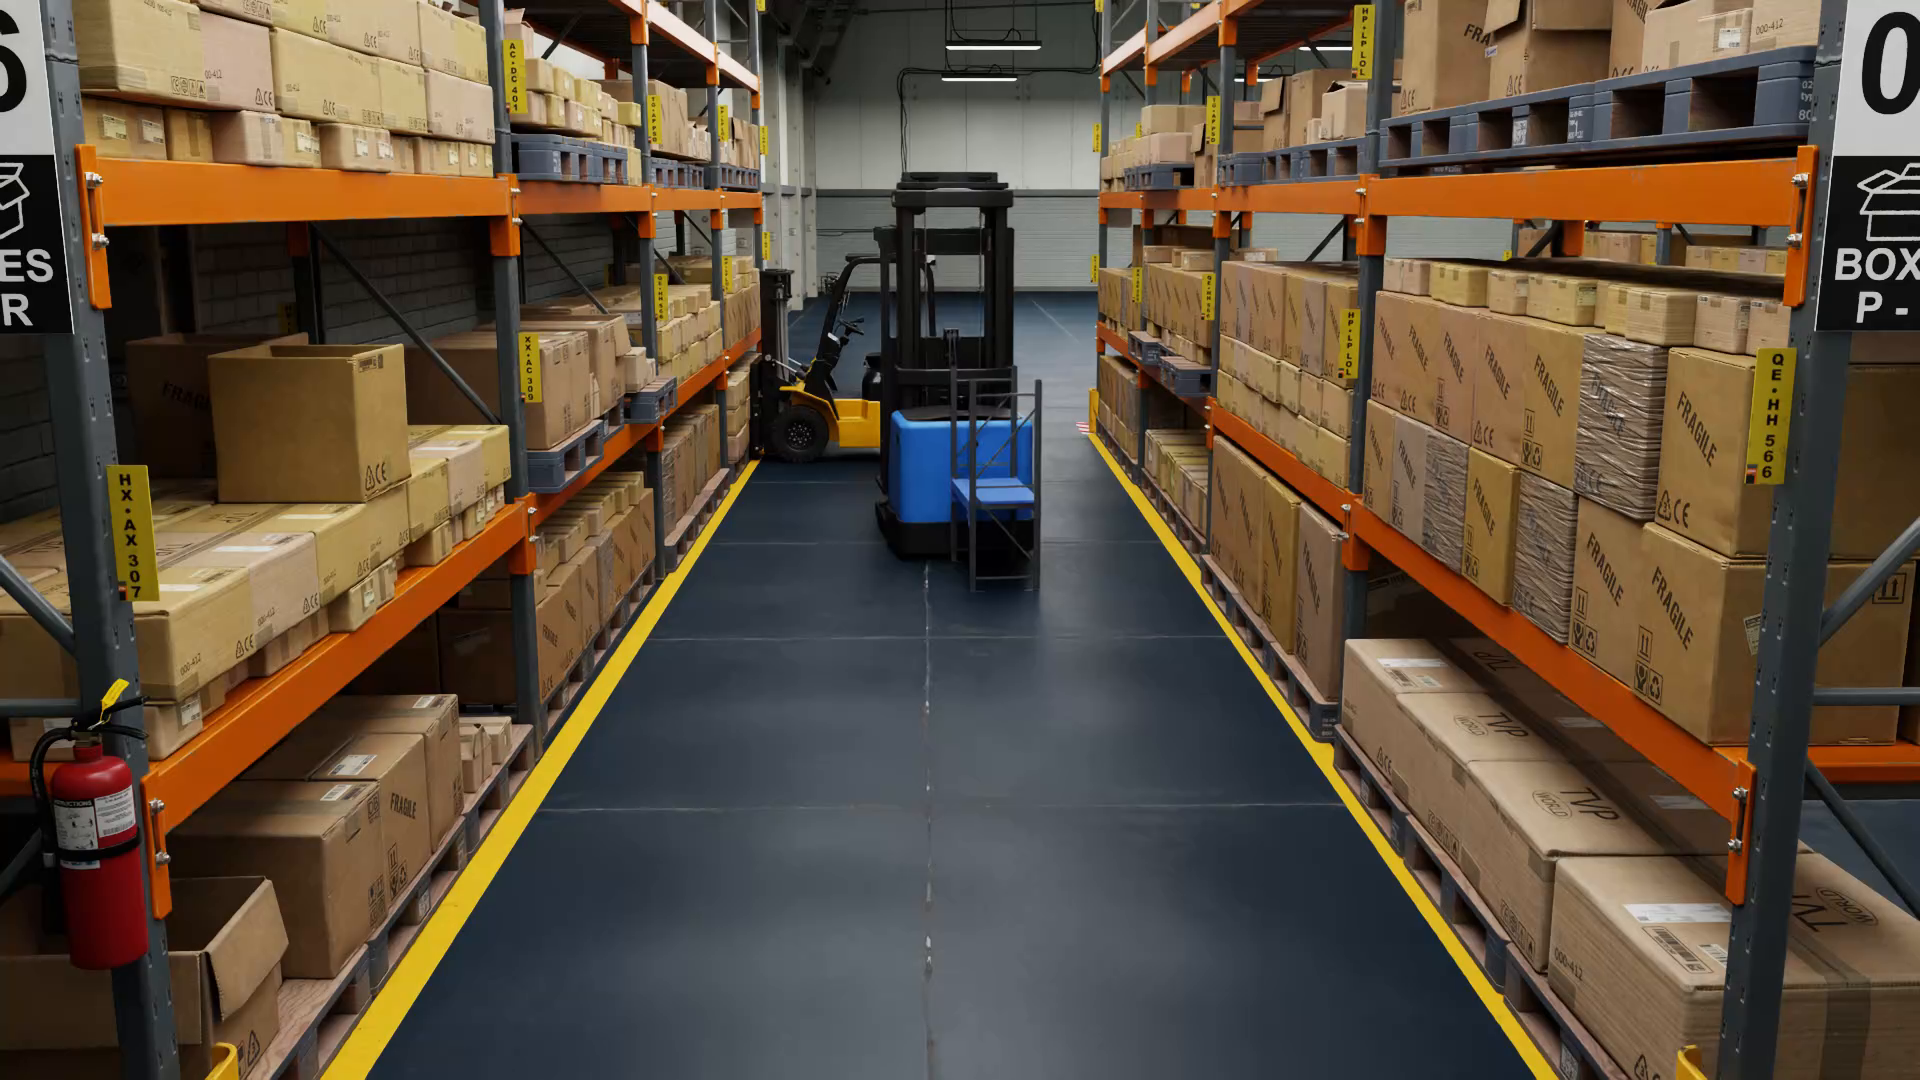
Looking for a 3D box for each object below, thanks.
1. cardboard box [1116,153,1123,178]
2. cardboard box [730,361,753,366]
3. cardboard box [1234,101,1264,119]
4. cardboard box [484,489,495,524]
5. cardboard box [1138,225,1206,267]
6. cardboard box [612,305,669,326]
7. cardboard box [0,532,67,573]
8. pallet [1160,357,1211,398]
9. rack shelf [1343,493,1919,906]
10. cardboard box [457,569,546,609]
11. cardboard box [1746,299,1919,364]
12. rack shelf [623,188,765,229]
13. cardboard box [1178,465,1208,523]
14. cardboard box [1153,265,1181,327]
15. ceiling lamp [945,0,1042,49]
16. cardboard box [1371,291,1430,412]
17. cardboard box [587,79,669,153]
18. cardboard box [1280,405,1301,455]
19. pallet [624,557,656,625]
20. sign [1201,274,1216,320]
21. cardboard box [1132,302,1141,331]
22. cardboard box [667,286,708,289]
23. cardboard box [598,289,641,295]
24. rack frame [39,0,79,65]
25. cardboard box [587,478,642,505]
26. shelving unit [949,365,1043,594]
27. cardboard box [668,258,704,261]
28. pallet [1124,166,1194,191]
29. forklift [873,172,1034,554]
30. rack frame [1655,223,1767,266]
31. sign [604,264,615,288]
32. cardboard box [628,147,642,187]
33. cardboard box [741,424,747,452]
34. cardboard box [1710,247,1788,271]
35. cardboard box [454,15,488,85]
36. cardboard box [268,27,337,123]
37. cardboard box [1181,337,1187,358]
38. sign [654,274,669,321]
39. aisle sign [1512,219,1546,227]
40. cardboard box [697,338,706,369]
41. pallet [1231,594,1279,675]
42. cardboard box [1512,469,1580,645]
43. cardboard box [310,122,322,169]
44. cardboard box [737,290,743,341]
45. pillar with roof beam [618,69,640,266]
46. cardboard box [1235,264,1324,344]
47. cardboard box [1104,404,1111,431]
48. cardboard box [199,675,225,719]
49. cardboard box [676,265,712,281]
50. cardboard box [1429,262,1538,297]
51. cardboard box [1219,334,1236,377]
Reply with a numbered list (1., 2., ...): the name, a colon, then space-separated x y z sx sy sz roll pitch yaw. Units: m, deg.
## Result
1. cardboard box: 1.914 -3.926 17.453 0.500 0.250 0.500 0 11 0
2. cardboard box: -2.462 -1.825 18.354 0.500 0.250 0.500 0 11 0
3. cardboard box: 2.408 -3.525 13.907 0.500 0.250 0.500 0 11 0
4. cardboard box: -2.286 -0.146 7.367 0.380 0.149 0.250 0 11 0
5. cardboard box: 2.374 -3.273 18.635 0.700 0.500 0.500 0 11 -1
6. cardboard box: -2.374 -1.663 12.328 0.380 0.149 0.250 0 11 0
7. cardboard box: -2.774 0.147 4.920 0.500 0.250 0.500 0 11 -1
8. pallet: 2.187 -1.247 12.642 1.213 0.211 1.003 0 11 -1
9. rack shelf: 2.432 0.346 6.120 1.077 0.370 4.000 0 11 -1
10. cardboard box: -2.313 0.246 8.403 0.380 0.149 0.250 0 11 2
11. cardboard box: 2.266 -0.537 4.262 0.380 0.149 0.250 0 11 0
12. rack shelf: -2.779 -3.489 17.475 1.077 0.370 4.000 0 11 -1
13. cardboard box: 2.283 -0.376 13.423 0.950 0.372 0.625 0 11 -2
14. cardboard box: 1.956 -2.103 14.324 0.500 0.500 0.500 0 11 -1
15. ceiling lamp: 0.690 -11.831 34.563 2.000 3.185 0.800 0 11 -1
16. cardboard box: 2.158 -0.848 7.427 0.500 0.500 0.500 0 11 -1
17. cardboard box: -2.426 -3.097 12.178 0.500 0.500 0.500 0 11 -1
18. cardboard box: 2.128 -0.621 9.451 0.500 0.250 0.500 -1 11 -3
19. pallet: -2.677 0.337 11.368 1.003 0.211 1.213 0 11 -1
20. sign: 1.766 -1.724 11.800 0.100 0.325 0.005 0 11 -1
21. cardboard box: 1.967 -2.277 16.237 0.500 0.500 0.500 -1 11 -3
22. cardboard box: -2.485 -2.222 15.085 0.380 0.149 0.250 0 11 -2
23. cardboard box: -2.961 -2.116 14.560 0.380 0.149 0.250 0 11 -2
24. rack frame: -2.489 -2.528 3.388 1.000 3.000 0.127 0 11 -1
25. cardboard box: -2.355 -0.326 11.220 0.380 0.149 0.250 -1 11 -4
26. shelving unit: 0.248 -0.467 12.090 0.538 1.500 1.048 -2 12 -7
27. cardboard box: -3.015 -3.008 18.208 0.380 0.149 0.250 0 11 1
28. pallet: 2.132 -3.249 14.960 1.213 0.211 1.003 0 11 -1
29. forklift: -0.137 -1.570 13.927 1.130 2.935 3.031 -2 12 -7
30. rack frame: 7.172 -2.035 16.046 1.000 3.000 0.127 0 11 -1
31. sign: -3.292 -2.434 15.636 0.100 0.325 0.005 0 11 -1
32. cardboard box: -2.401 -2.474 11.042 0.500 0.250 0.500 -1 11 -3
33. cardboard box: -2.442 -1.030 16.952 0.500 0.250 0.500 0 11 -2
34. cardboard box: 7.201 -2.373 14.946 0.700 0.500 0.500 0 11 -2
35. cardboard box: -2.321 -2.071 7.051 0.500 0.250 0.500 0 11 -1
36. cardboard box: -2.254 -1.422 5.111 0.500 0.250 0.500 -1 11 -3
37. cardboard box: 1.941 -1.499 12.981 0.380 0.149 0.250 -1 11 -4
38. sign: -2.112 -1.711 11.736 0.100 0.325 0.005 0 11 -1
39. aisle sign: 6.788 -4.117 19.770 0.394 0.787 0.004 0 11 -1
40. cardboard box: -2.470 -1.602 14.289 0.500 0.250 0.500 0 11 -1
41. pallet: 2.271 0.566 10.238 1.003 0.211 1.213 0 11 -1
42. cardboard box: 2.183 0.045 5.542 0.500 0.500 0.500 0 11 0
43. cardboard box: -2.265 -1.253 5.280 0.380 0.149 0.250 0 11 -2
44. cardboard box: -2.524 -2.316 17.178 0.500 0.500 0.500 0 11 -2
45. pillar with roof beam: 0.597 -5.584 18.452 9.100 9.000 0.400 0 11 -1
46. cardboard box: 2.094 -1.541 10.844 0.500 0.500 0.500 0 11 -1
47. cardboard box: 1.886 -1.385 18.701 0.500 0.250 0.500 0 11 1
48. cardboard box: -2.273 0.418 4.585 0.380 0.149 0.250 0 11 0
49. cardboard box: -2.561 -2.602 16.211 0.380 0.149 0.250 0 11 0
50. cardboard box: 2.206 -1.096 7.019 0.380 0.149 0.250 0 11 -2
51. cardboard box: 2.071 -1.269 11.391 0.500 0.250 0.500 0 11 -2
